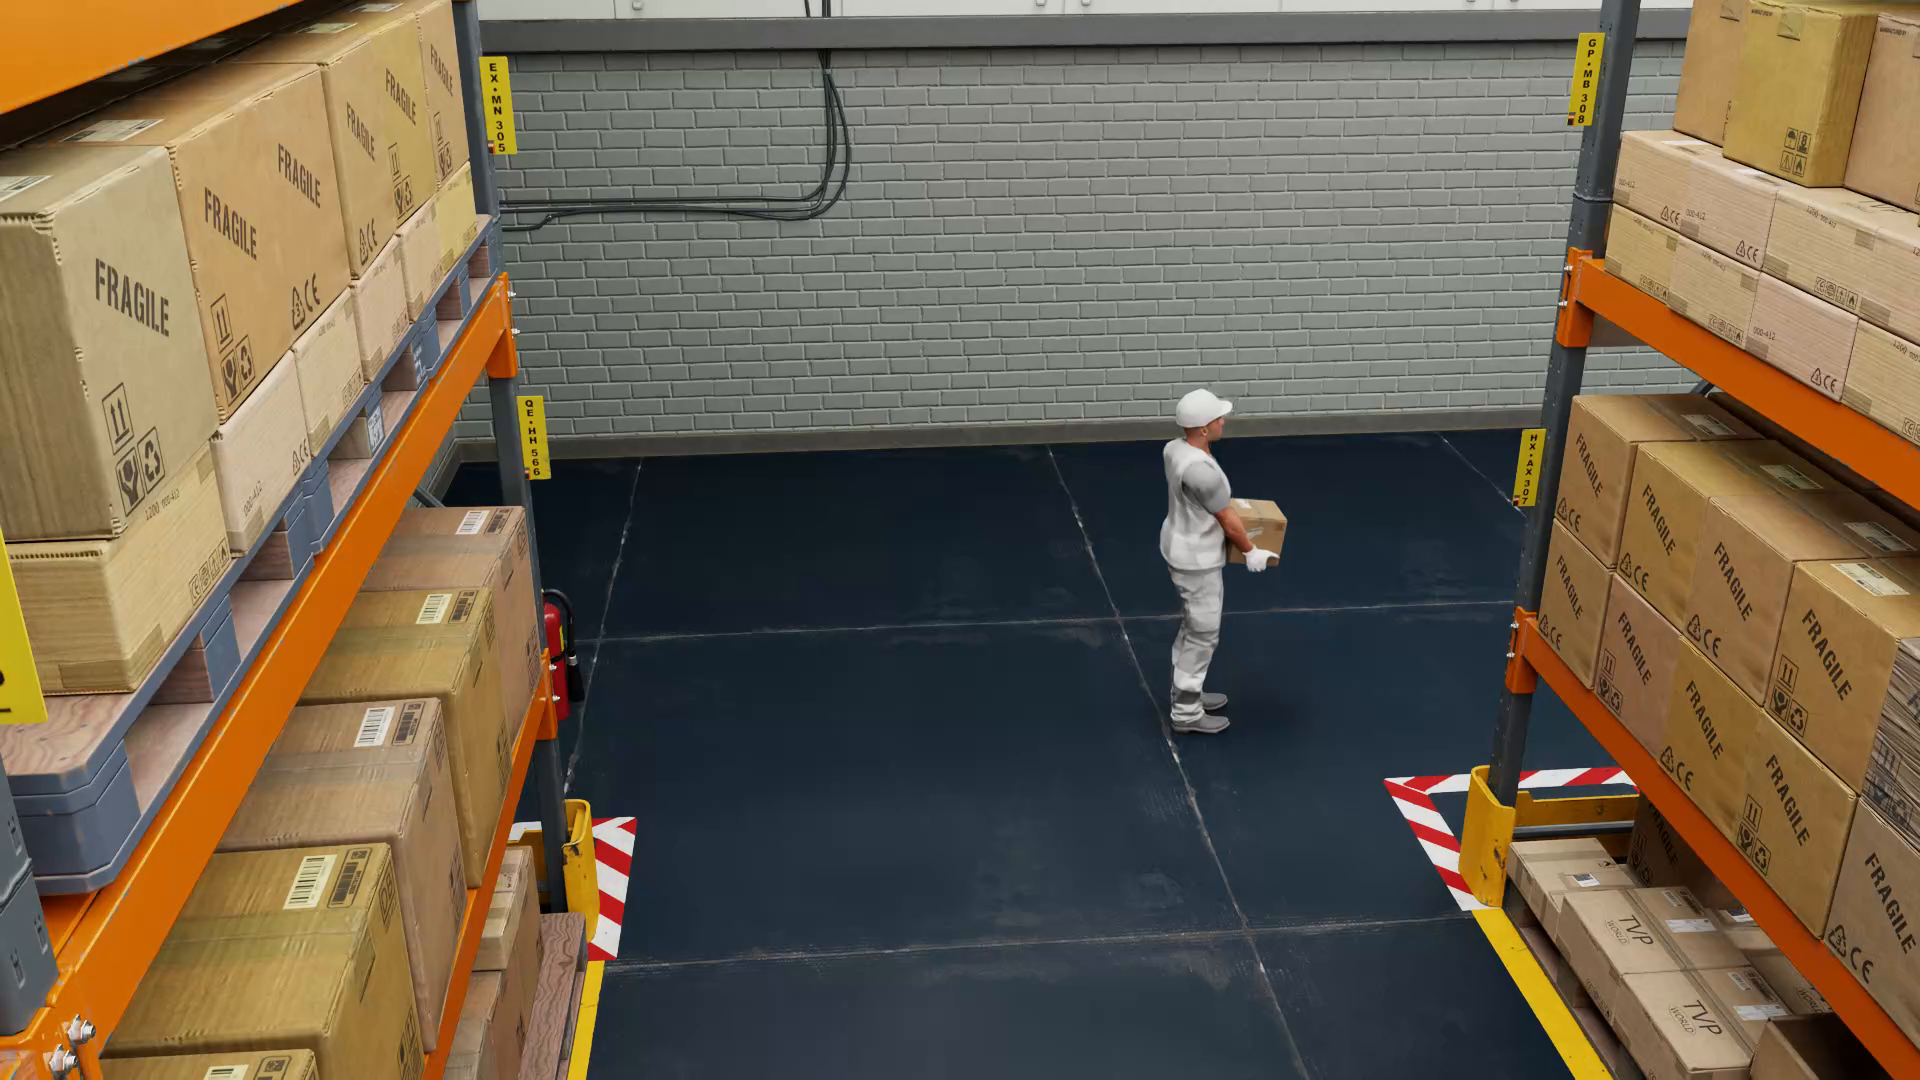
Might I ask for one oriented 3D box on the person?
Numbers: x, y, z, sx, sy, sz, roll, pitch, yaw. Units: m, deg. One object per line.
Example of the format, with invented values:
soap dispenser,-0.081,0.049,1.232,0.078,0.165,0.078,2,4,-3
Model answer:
person,1.286,0.096,8.348,0.559,1.786,0.495,-2,24,-5
